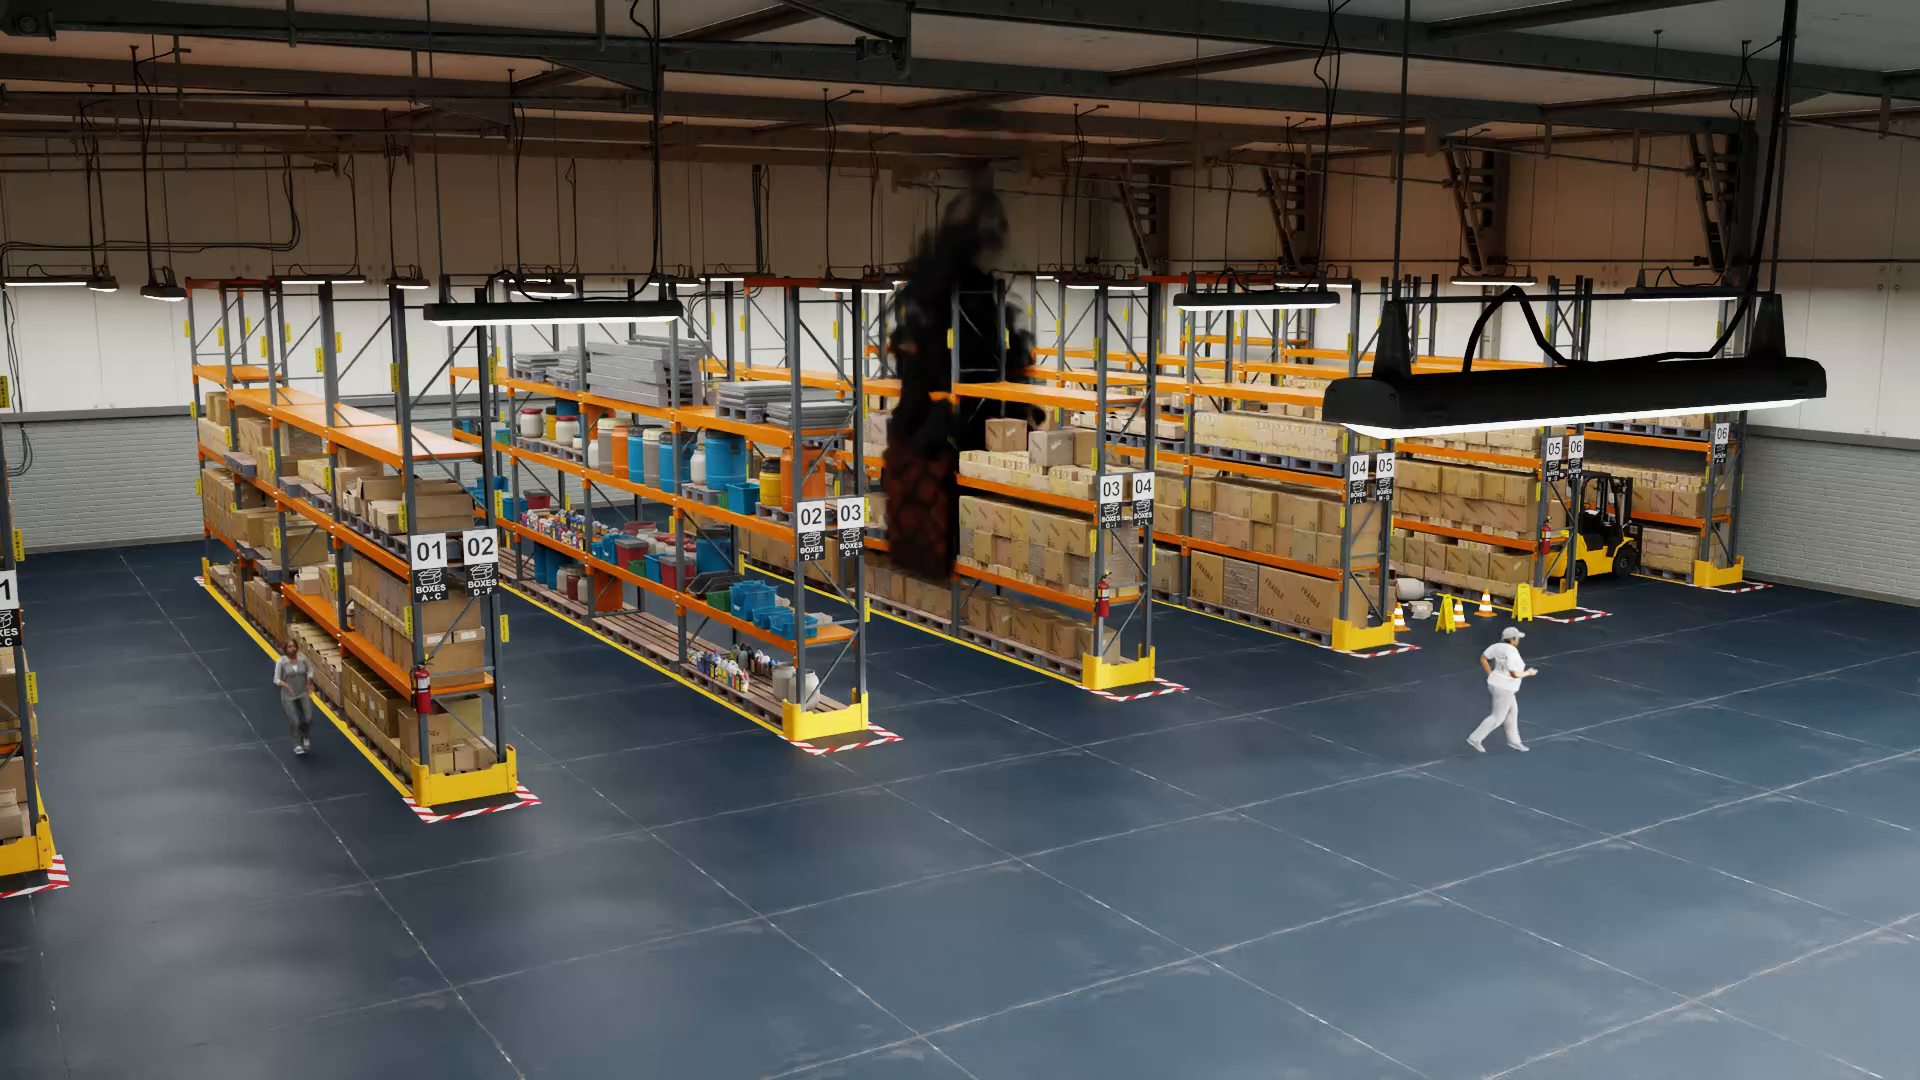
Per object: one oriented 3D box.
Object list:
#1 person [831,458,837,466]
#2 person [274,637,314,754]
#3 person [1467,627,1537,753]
[{"bbox_3d":[-2.979,-1.110,39.219,0.718,1.749,0.986,-3,10,-15],"label":"person"},{"bbox_3d":[-8.488,2.011,21.284,0.508,1.558,0.586,-6,11,-31],"label":"person"},{"bbox_3d":[6.968,1.947,21.408,0.901,1.684,0.568,-1,10,-3],"label":"person"}]
